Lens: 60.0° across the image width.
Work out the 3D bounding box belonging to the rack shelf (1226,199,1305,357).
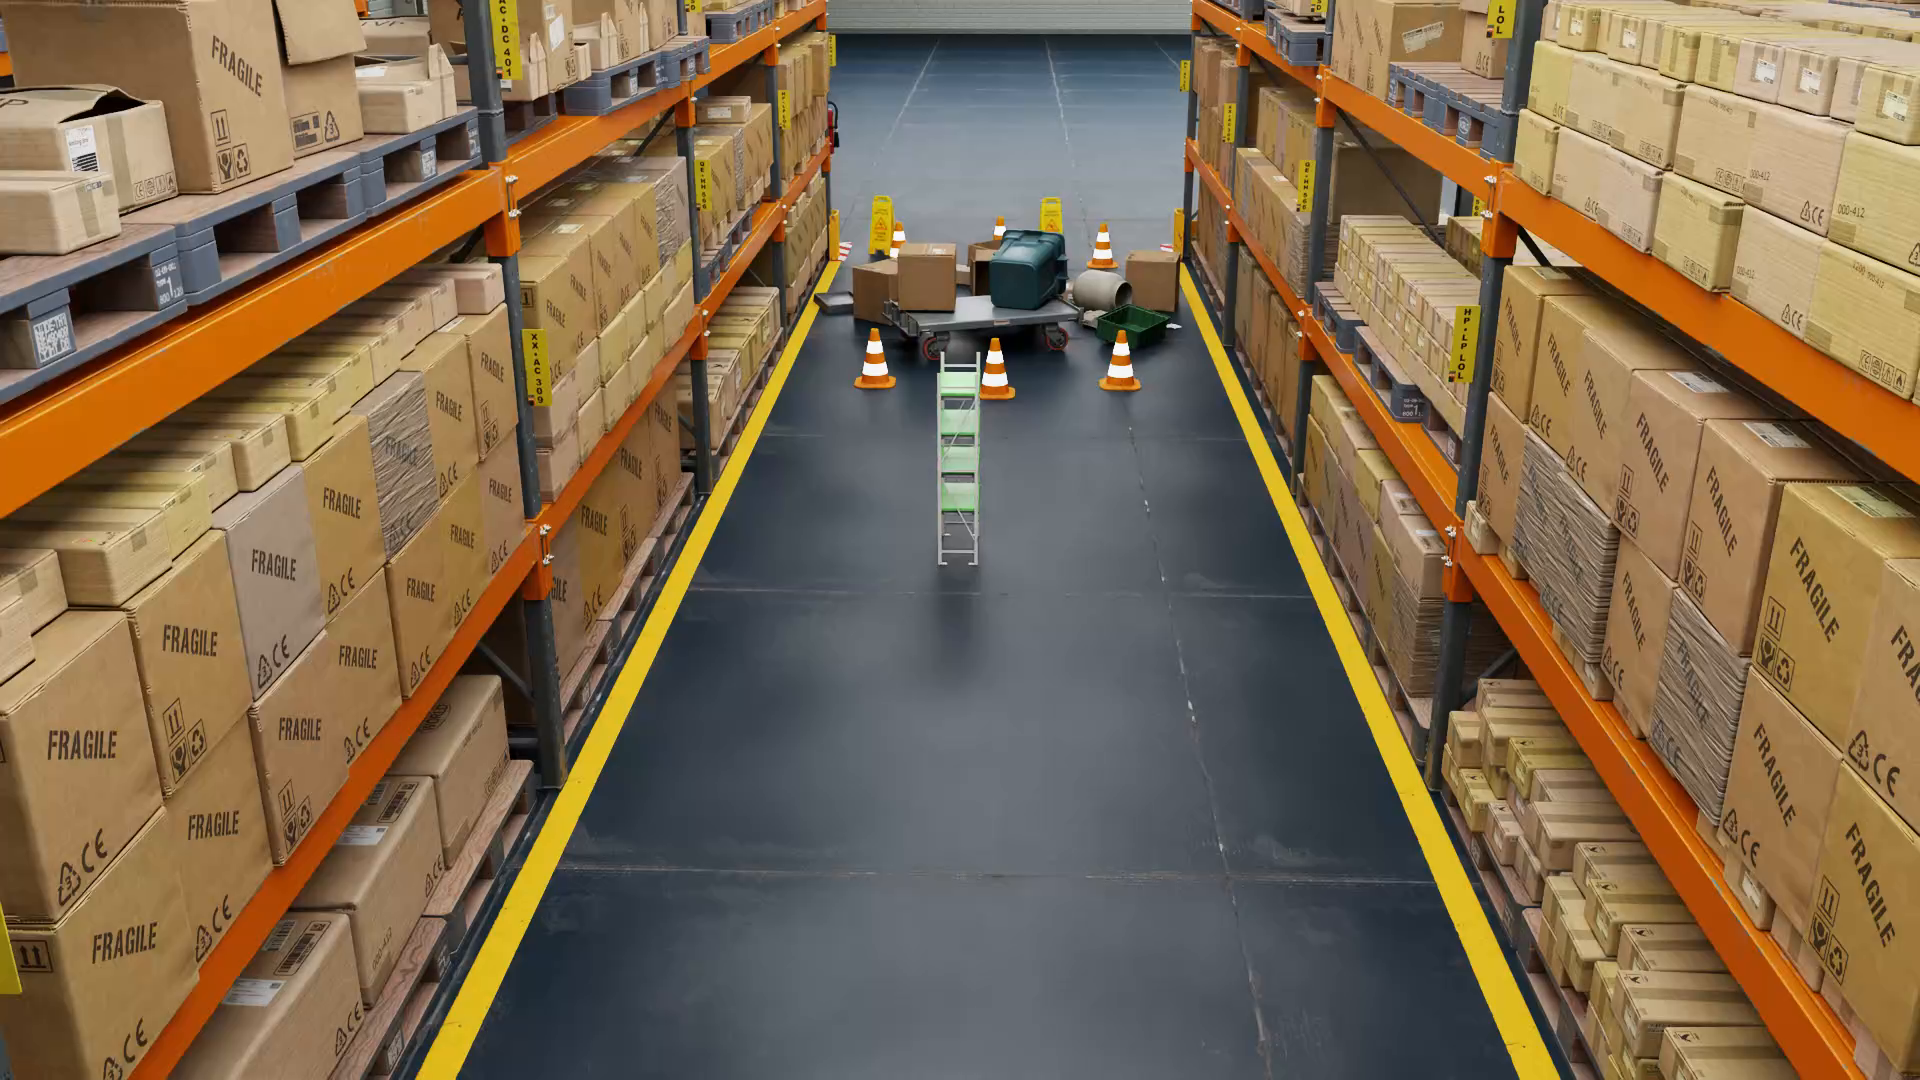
[{"bbox_3d":[2.819,-2.098,12.783,1.077,0.370,4.000,1,21,2],"label":"rack shelf"}]

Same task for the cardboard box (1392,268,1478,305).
[{"bbox_3d":[2.501,-1.335,8.768,0.380,0.149,0.250,0,21,1],"label":"cardboard box"}]

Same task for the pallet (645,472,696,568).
[{"bbox_3d":[-2.292,-0.143,10.607,1.003,0.211,1.213,1,21,2],"label":"pallet"}]

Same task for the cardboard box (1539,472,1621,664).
[{"bbox_3d":[2.311,0.088,5.606,0.500,0.500,0.500,0,21,0],"label":"cardboard box"}]

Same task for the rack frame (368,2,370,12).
[{"bbox_3d":[-6.910,-4.674,18.427,1.000,3.000,0.127,1,21,2],"label":"rack frame"}]

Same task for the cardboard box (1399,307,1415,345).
[{"bbox_3d":[2.488,-1.104,8.582,0.380,0.149,0.250,1,21,2],"label":"cardboard box"}]

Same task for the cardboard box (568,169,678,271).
[{"bbox_3d":[-1.954,-1.865,9.669,0.500,0.500,0.500,1,21,3],"label":"cardboard box"}]

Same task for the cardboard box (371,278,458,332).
[{"bbox_3d":[-2.122,-0.888,6.253,0.380,0.149,0.250,1,21,3],"label":"cardboard box"}]

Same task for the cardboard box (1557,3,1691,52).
[{"bbox_3d":[2.344,-1.810,5.866,0.380,0.149,0.250,0,21,-1],"label":"cardboard box"}]

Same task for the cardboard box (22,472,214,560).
[{"bbox_3d":[-2.099,-0.059,4.118,0.380,0.149,0.250,0,21,0],"label":"cardboard box"}]

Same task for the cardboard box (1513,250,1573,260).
[{"bbox_3d":[3.166,-1.514,9.230,0.380,0.149,0.250,1,21,2],"label":"cardboard box"}]

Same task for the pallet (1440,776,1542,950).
[{"bbox_3d":[2.652,1.280,6.939,1.003,0.211,1.213,1,21,2],"label":"pallet"}]

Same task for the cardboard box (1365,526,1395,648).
[{"bbox_3d":[2.424,0.250,8.613,0.500,0.500,0.500,0,21,0],"label":"cardboard box"}]

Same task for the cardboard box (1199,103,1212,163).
[{"bbox_3d":[2.898,-4.137,16.838,0.875,0.550,0.550,1,21,2],"label":"cardboard box"}]

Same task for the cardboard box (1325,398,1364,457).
[{"bbox_3d":[2.480,-0.660,9.921,0.500,0.250,0.500,0,21,1],"label":"cardboard box"}]

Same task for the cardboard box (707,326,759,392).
[{"bbox_3d":[-2.122,-1.444,13.155,0.950,0.372,0.625,1,21,3],"label":"cardboard box"}]

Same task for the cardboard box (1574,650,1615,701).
[{"bbox_3d":[2.310,0.429,5.624,0.380,0.149,0.250,2,21,4],"label":"cardboard box"}]

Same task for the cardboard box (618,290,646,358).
[{"bbox_3d":[-1.976,-1.154,8.874,0.500,0.250,0.500,0,21,0],"label":"cardboard box"}]

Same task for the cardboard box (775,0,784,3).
[{"bbox_3d":[-1.784,-4.797,14.395,0.500,0.250,0.500,0,21,0],"label":"cardboard box"}]

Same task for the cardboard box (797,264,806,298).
[{"bbox_3d":[-1.778,-2.491,16.024,0.500,0.250,0.500,2,21,5],"label":"cardboard box"}]

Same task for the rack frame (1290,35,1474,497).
[{"bbox_3d":[2.759,-1.710,10.789,1.000,3.000,0.127,1,21,2],"label":"rack frame"}]

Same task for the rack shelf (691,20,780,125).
[{"bbox_3d":[-2.131,-3.514,12.286,1.077,0.370,4.000,1,21,2],"label":"rack shelf"}]

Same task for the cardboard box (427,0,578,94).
[{"bbox_3d":[-1.997,-2.238,7.284,0.500,0.500,0.500,0,21,1],"label":"cardboard box"}]

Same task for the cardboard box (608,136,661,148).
[{"bbox_3d":[-2.437,-2.646,12.071,0.500,0.500,0.500,-1,21,-2],"label":"cardboard box"}]

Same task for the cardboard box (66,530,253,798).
[{"bbox_3d":[-2.128,0.295,4.102,0.500,0.500,0.500,0,21,0],"label":"cardboard box"}]

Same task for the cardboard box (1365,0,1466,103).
[{"bbox_3d":[2.457,-2.590,8.771,0.500,0.500,0.500,1,21,2],"label":"cardboard box"}]

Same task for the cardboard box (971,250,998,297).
[{"bbox_3d":[0.508,-2.519,16.137,0.797,0.637,0.503,1,21,2],"label":"cardboard box"}]

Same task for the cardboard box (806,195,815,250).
[{"bbox_3d":[-1.747,-3.220,16.865,0.500,0.500,0.500,0,21,0],"label":"cardboard box"}]

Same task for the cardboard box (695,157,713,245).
[{"bbox_3d":[-1.947,-2.269,11.100,0.500,0.500,0.500,0,21,0],"label":"cardboard box"}]

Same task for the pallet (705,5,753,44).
[{"bbox_3d":[-2.224,-3.888,12.515,1.213,0.211,1.003,1,21,2],"label":"pallet"}]

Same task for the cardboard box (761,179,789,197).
[{"bbox_3d":[-1.740,-3.167,14.892,0.380,0.149,0.250,1,21,1],"label":"cardboard box"}]

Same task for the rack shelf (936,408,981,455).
[{"bbox_3d":[-0.005,-0.664,10.094,0.258,0.148,0.480,1,21,2],"label":"rack shelf"}]

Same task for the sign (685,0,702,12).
[{"bbox_3d":[-1.638,-3.395,10.161,0.100,0.325,0.005,1,21,2],"label":"sign"}]

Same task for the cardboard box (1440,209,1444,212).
[{"bbox_3d":[3.055,-2.100,11.655,0.500,0.500,0.500,0,21,1],"label":"cardboard box"}]

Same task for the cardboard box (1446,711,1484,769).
[{"bbox_3d":[2.306,0.859,7.119,0.380,0.149,0.250,2,21,4],"label":"cardboard box"}]

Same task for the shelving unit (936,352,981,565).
[{"bbox_3d":[-0.005,-0.500,10.158,0.258,1.200,0.503,1,21,2],"label":"shelving unit"}]

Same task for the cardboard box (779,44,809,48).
[{"bbox_3d":[-1.836,-4.537,16.144,0.700,0.500,0.500,1,21,1],"label":"cardboard box"}]

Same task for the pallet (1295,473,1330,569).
[{"bbox_3d":[2.733,-0.127,10.565,1.003,0.211,1.213,1,21,2],"label":"pallet"}]

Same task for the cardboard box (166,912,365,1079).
[{"bbox_3d":[-2.496,1.593,5.239,0.875,0.438,0.875,1,21,3],"label":"cardboard box"}]

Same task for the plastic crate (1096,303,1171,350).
[{"bbox_3d":[1.576,-1.949,15.214,0.450,0.188,0.662,23,29,25],"label":"plastic crate"}]

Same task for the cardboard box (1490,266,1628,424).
[{"bbox_3d":[2.380,-0.755,6.395,0.500,0.500,0.500,1,21,3],"label":"cardboard box"}]

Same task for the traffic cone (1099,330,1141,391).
[{"bbox_3d":[1.330,-1.505,13.768,0.336,0.463,0.334,1,21,2],"label":"traffic cone"}]

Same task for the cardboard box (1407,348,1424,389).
[{"bbox_3d":[2.479,-0.863,8.374,0.380,0.149,0.250,0,21,-1],"label":"cardboard box"}]

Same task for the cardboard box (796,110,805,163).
[{"bbox_3d":[-1.758,-3.878,15.829,0.500,0.500,0.500,0,21,1],"label":"cardboard box"}]

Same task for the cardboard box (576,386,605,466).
[{"bbox_3d":[-2.022,-0.555,8.020,0.500,0.250,0.500,0,21,0],"label":"cardboard box"}]

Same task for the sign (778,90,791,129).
[{"bbox_3d":[-1.516,-3.709,14.341,0.100,0.325,0.005,1,21,2],"label":"sign"}]

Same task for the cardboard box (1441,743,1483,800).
[{"bbox_3d":[2.305,0.998,7.171,0.380,0.149,0.250,0,21,-1],"label":"cardboard box"}]

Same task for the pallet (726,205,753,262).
[{"bbox_3d":[-2.173,-2.354,12.716,1.003,0.211,1.213,1,21,2],"label":"pallet"}]

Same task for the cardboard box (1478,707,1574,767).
[{"bbox_3d":[2.352,0.814,6.823,0.380,0.149,0.250,2,21,4],"label":"cardboard box"}]

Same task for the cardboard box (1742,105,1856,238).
[{"bbox_3d":[2.308,-0.918,4.118,0.500,0.250,0.500,1,21,2],"label":"cardboard box"}]

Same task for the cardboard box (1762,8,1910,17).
[{"bbox_3d":[2.937,-1.710,5.609,0.380,0.149,0.250,1,21,2],"label":"cardboard box"}]

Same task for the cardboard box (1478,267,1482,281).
[{"bbox_3d":[3.179,-1.461,9.504,0.380,0.149,0.250,1,21,2],"label":"cardboard box"}]

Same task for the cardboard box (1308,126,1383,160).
[{"bbox_3d":[2.796,-2.568,11.479,0.700,0.500,0.500,0,21,1],"label":"cardboard box"}]

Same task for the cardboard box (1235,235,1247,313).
[{"bbox_3d":[2.969,-2.588,15.409,0.875,0.875,0.875,1,21,2],"label":"cardboard box"}]

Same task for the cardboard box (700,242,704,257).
[{"bbox_3d":[-1.954,-2.024,11.365,0.380,0.149,0.250,-1,21,-2],"label":"cardboard box"}]
